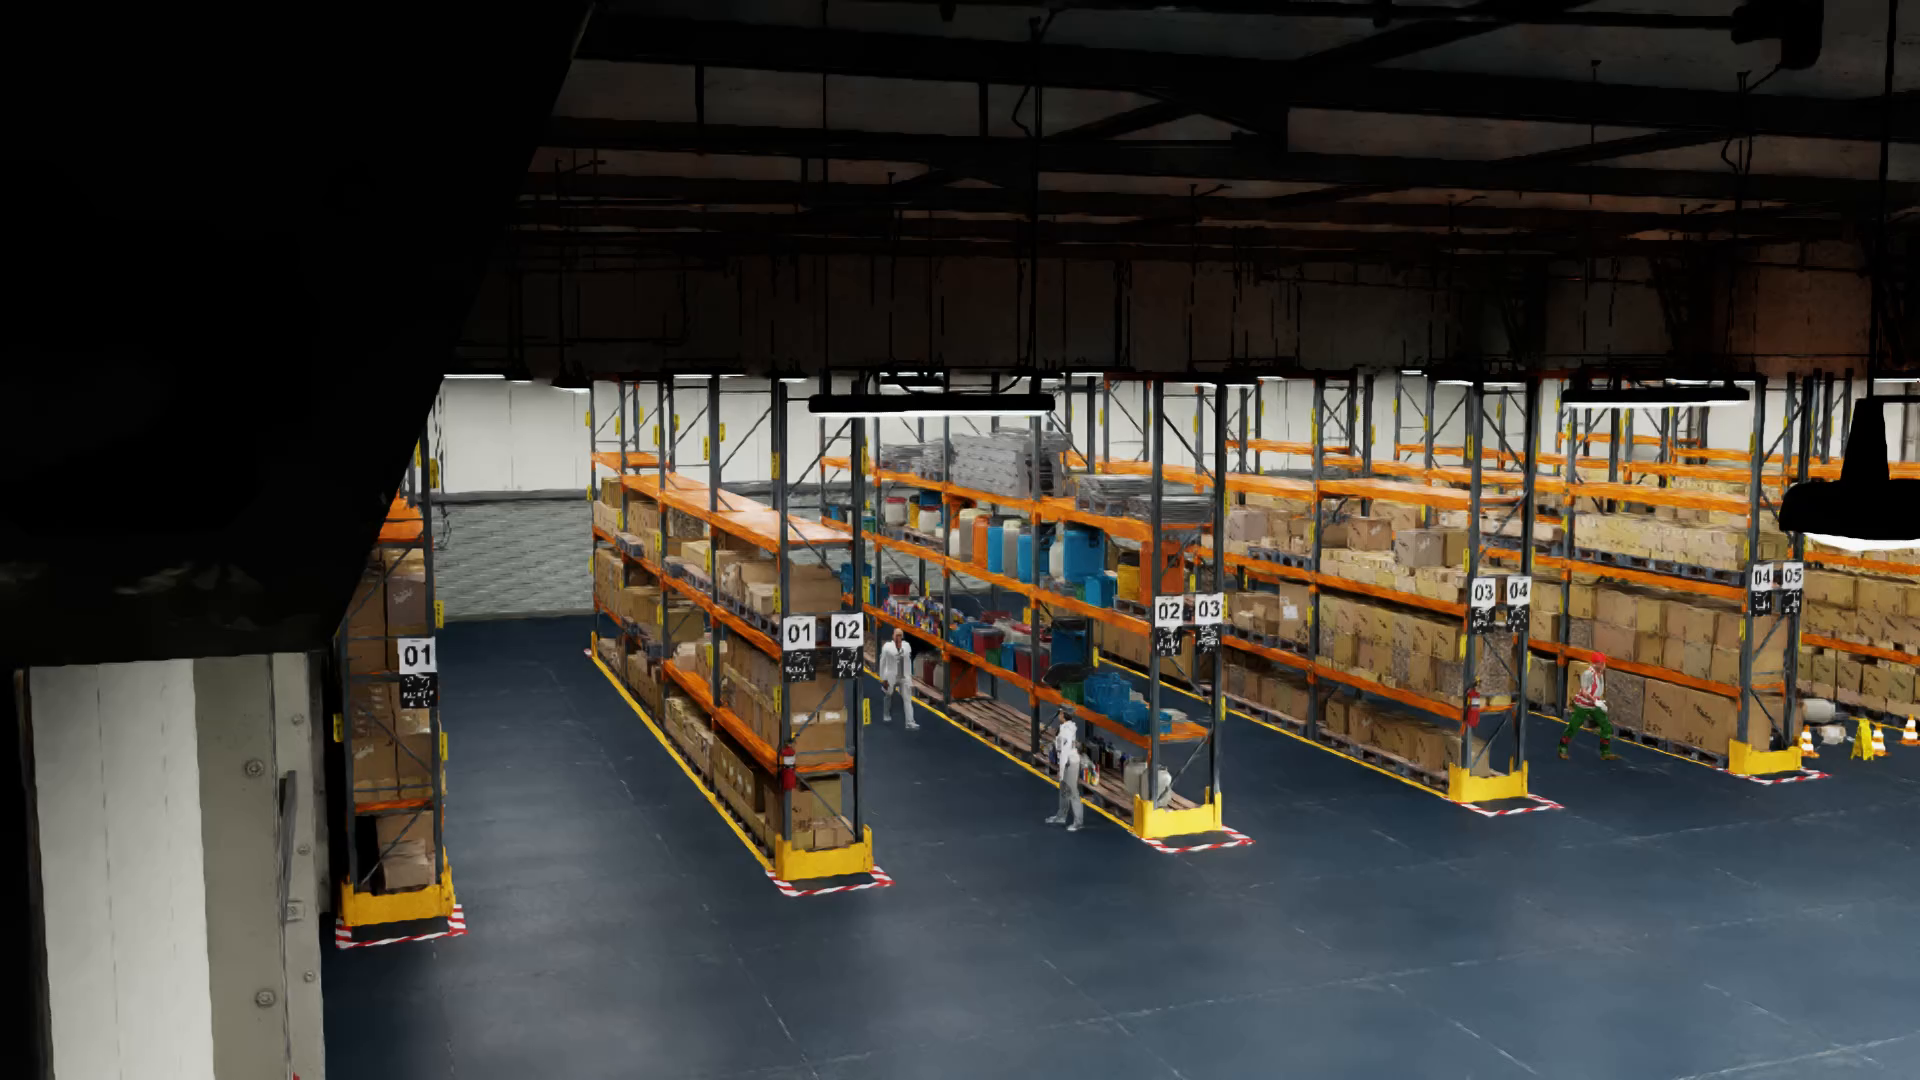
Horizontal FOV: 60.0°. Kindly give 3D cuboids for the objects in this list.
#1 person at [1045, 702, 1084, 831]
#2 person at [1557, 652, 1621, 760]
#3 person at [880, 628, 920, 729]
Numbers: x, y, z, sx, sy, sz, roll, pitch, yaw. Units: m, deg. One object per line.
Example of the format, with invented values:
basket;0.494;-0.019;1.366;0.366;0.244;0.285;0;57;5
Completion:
person;1.399;3.009;22.255;0.527;1.664;0.561;1;6;7
person;9.804;2.577;25.926;0.686;1.716;0.838;-5;8;-36
person;-1.065;2.321;28.232;0.598;1.698;1.194;-2;7;-18
